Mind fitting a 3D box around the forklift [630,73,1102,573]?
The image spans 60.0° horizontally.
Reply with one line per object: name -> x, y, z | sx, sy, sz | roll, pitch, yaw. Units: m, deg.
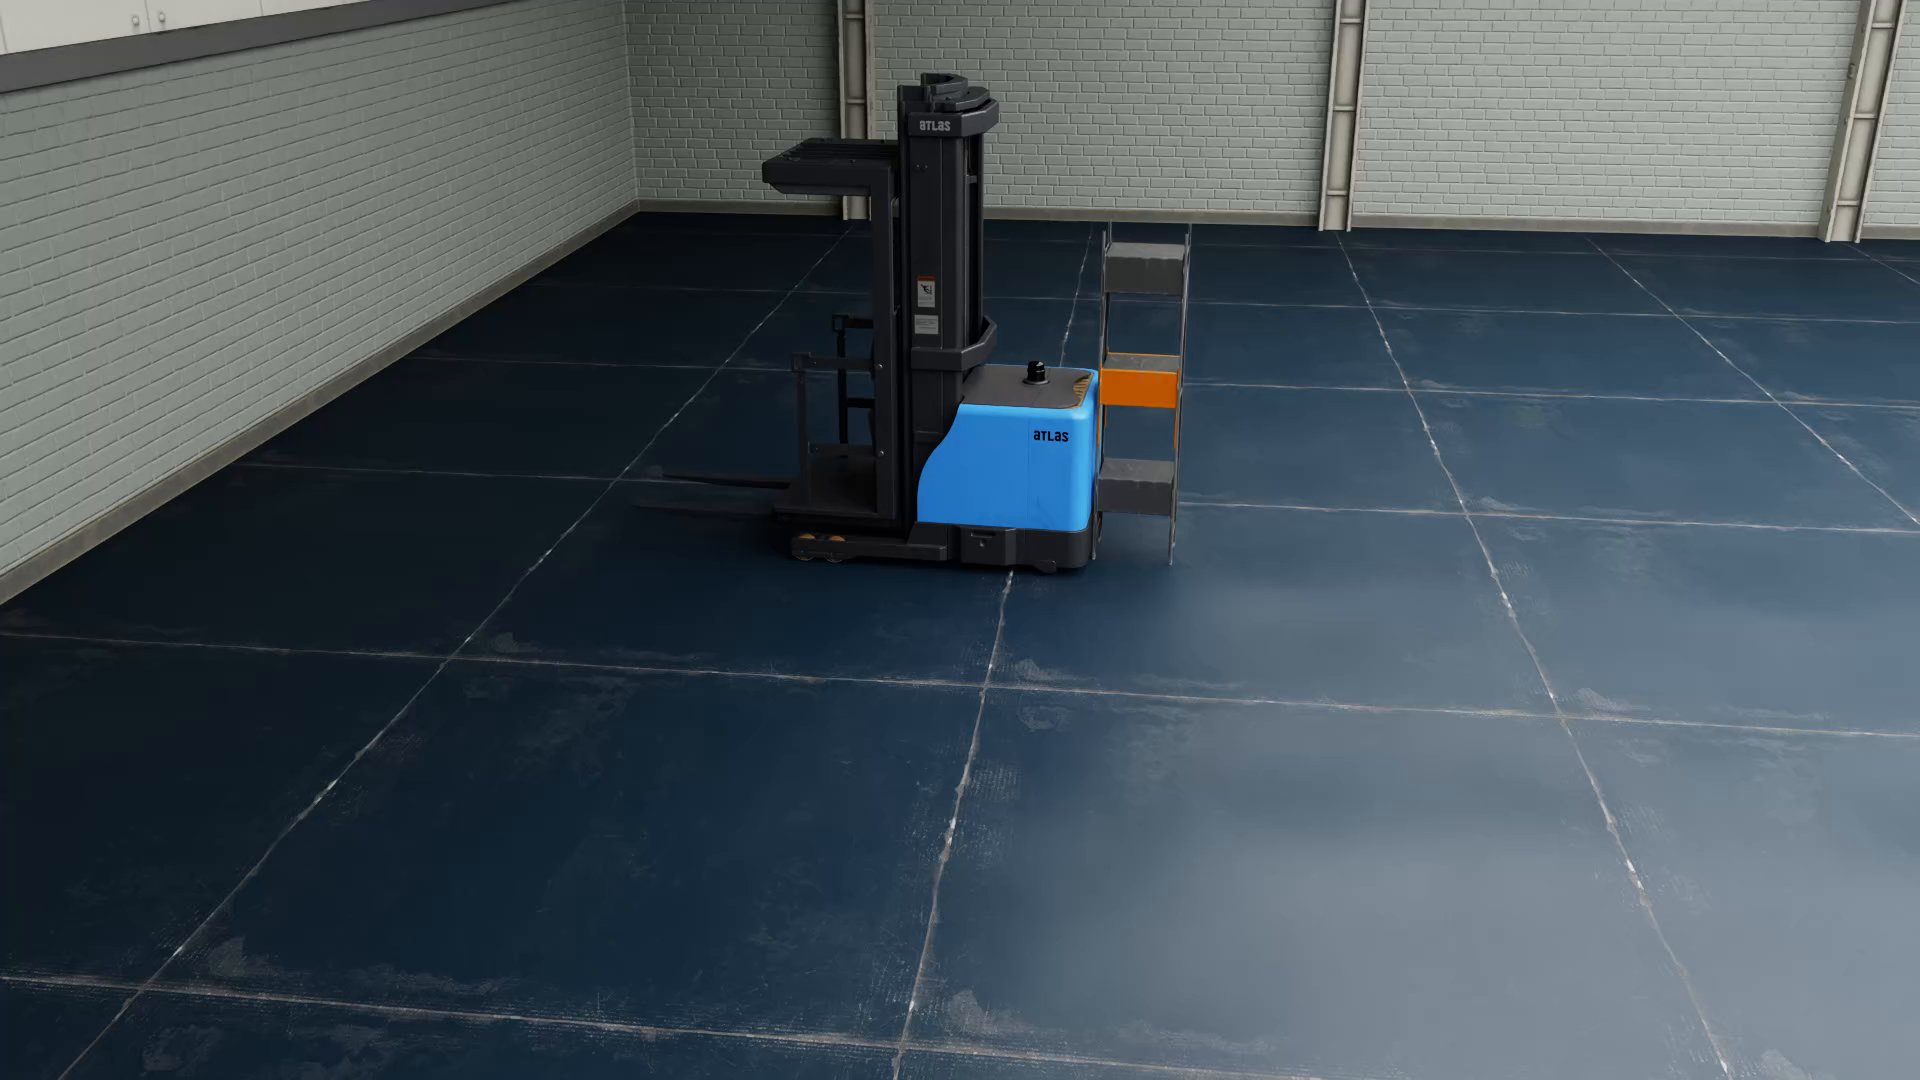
forklift -> -0.620, -1.405, 10.507 | 3.031, 2.935, 1.130 | 4, 22, 10

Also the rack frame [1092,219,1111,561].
rack frame -> 0.886, -0.918, 10.406 | 0.015, 2.100, 0.400 | 4, 22, 10

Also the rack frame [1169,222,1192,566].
rack frame -> 1.366, -0.886, 10.324 | 0.015, 2.100, 0.400 | 4, 22, 10

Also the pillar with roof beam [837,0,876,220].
pillar with roof beam -> -1.796, -6.768, 15.818 | 0.400, 9.000, 9.100 | 2, 22, 6

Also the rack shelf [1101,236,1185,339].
rack shelf -> 1.126, -1.540, 10.112 | 0.480, 0.518, 0.431 | 4, 22, 10

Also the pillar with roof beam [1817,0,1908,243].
pillar with roof beam -> 10.121, -6.248, 14.505 | 0.400, 9.000, 9.100 | 2, 22, 6

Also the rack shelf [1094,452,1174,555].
rack shelf -> 1.126, -0.238, 10.627 | 0.480, 0.518, 0.431 | 4, 22, 10

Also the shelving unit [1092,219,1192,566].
shelving unit -> 1.126, -0.902, 10.365 | 0.503, 2.100, 0.431 | 4, 22, 10

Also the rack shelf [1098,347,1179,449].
rack shelf -> 1.126, -0.889, 10.370 | 0.480, 0.518, 0.431 | 4, 22, 10

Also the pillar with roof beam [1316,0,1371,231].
pillar with roof beam -> 4.163, -6.508, 15.162 | 0.400, 9.000, 9.100 | 2, 22, 6
